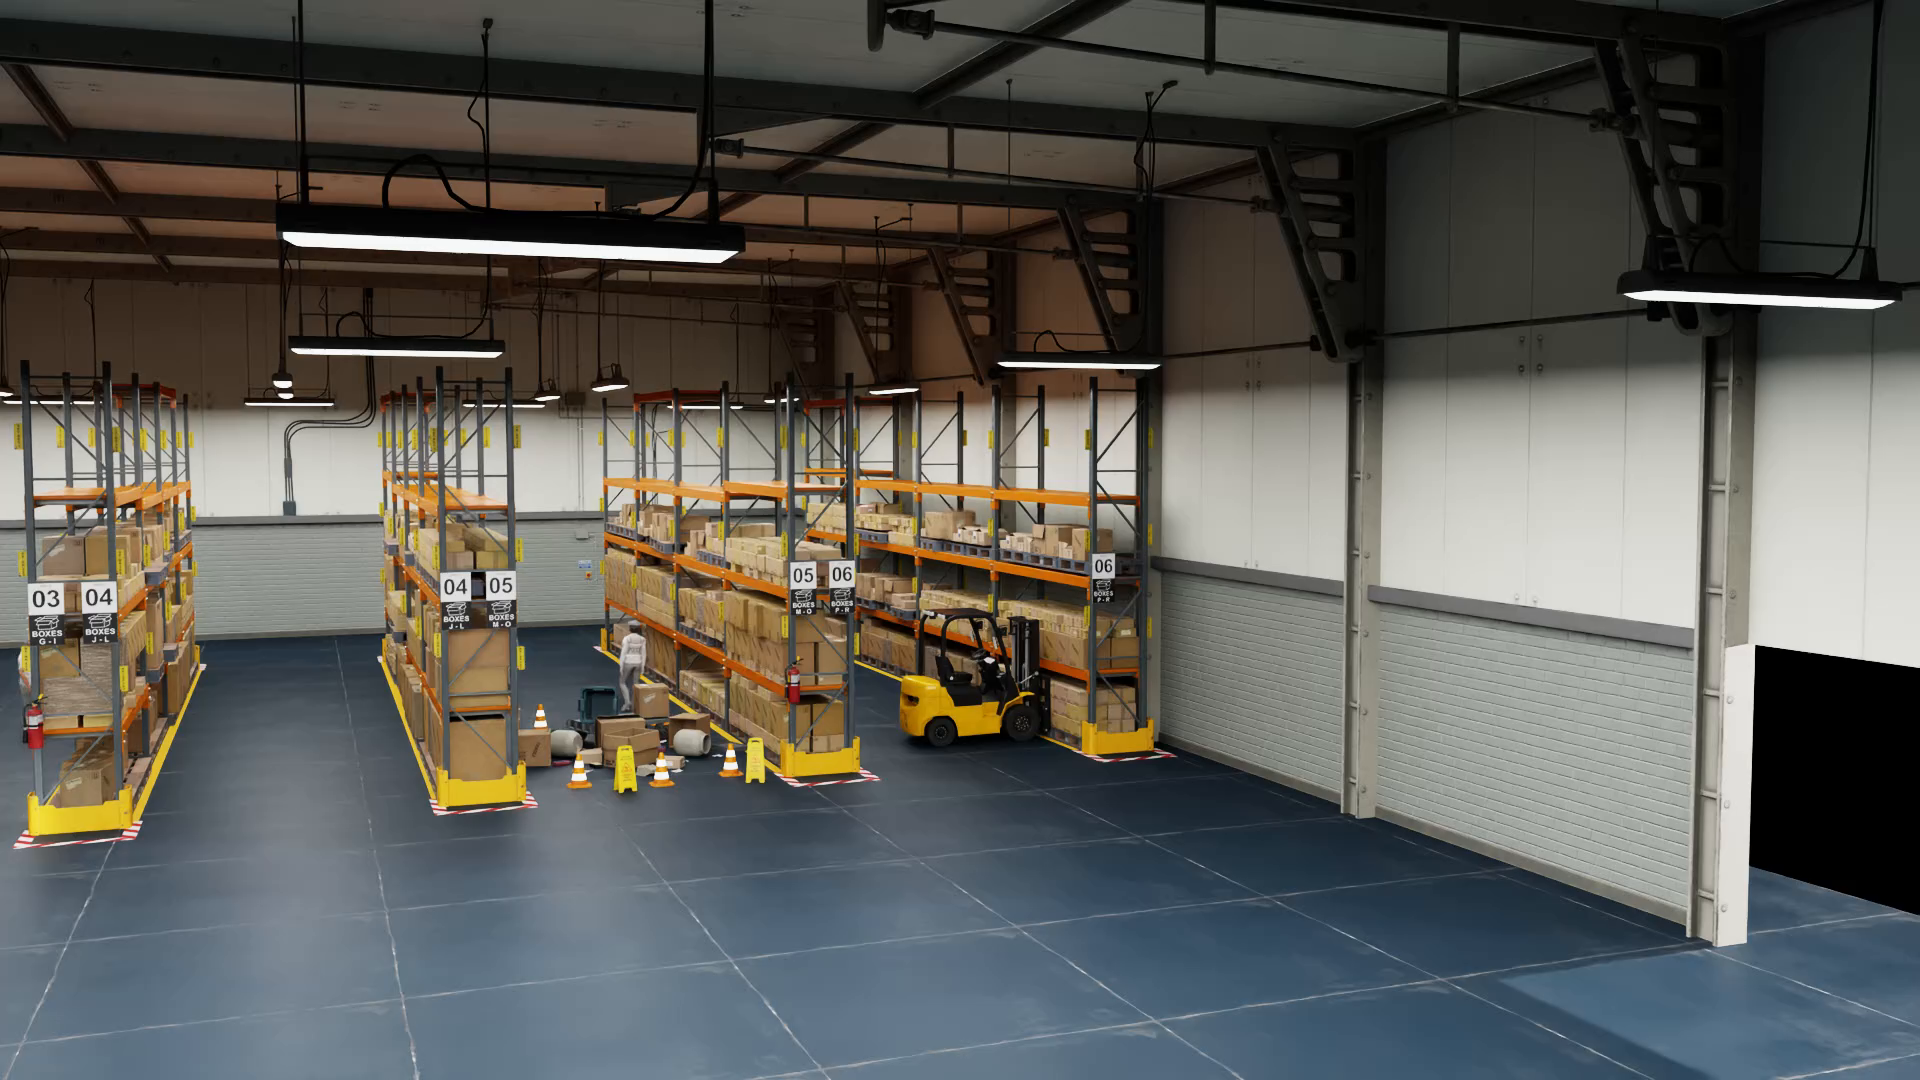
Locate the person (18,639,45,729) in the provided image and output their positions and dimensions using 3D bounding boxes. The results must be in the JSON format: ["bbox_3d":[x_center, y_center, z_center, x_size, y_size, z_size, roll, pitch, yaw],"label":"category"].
[{"bbox_3d":[-15.853,2.474,28.465,0.461,1.600,0.984,-2,4,-33],"label":"person"}]

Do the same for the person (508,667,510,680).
[{"bbox_3d":[-9.463,2.051,34.359,0.603,1.785,0.518,0,3,2],"label":"person"}]

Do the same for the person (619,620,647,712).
[{"bbox_3d":[-6.009,2.319,30.540,0.523,1.676,0.405,-2,4,-27],"label":"person"}]
